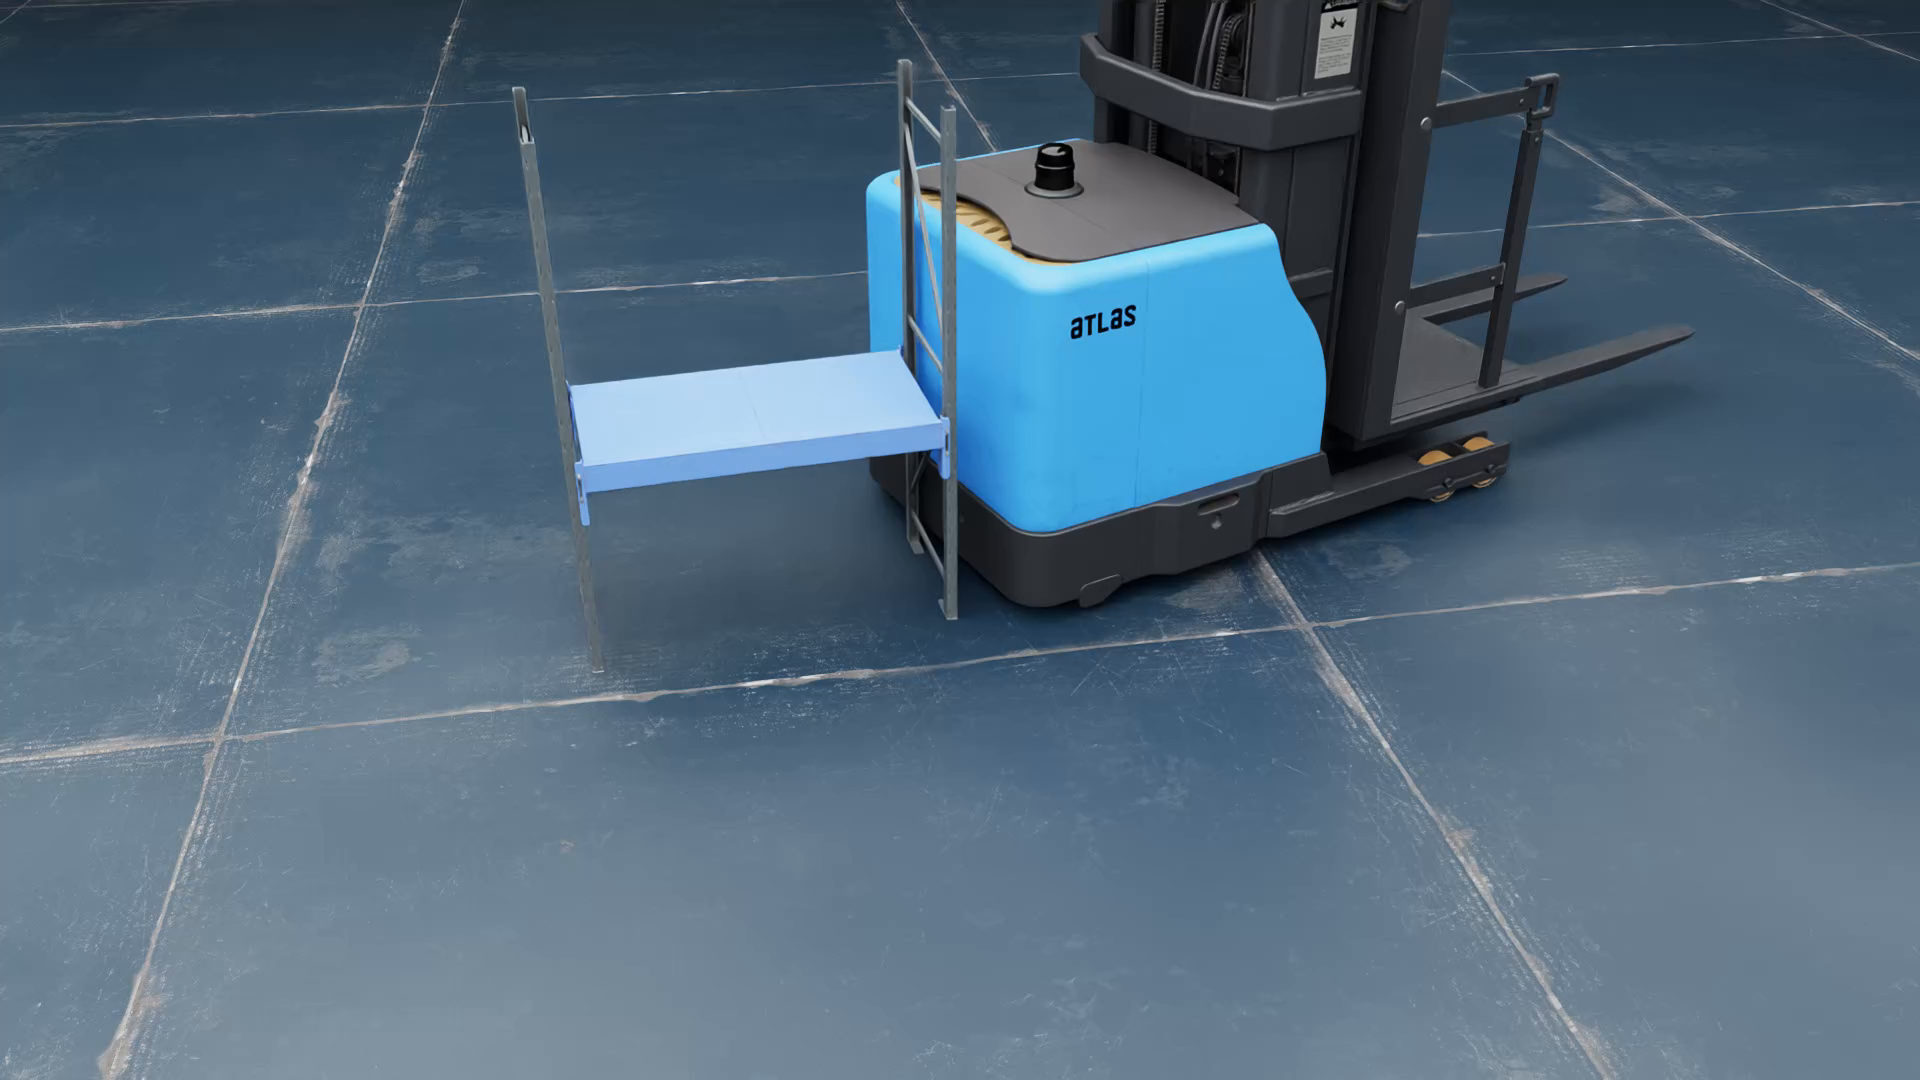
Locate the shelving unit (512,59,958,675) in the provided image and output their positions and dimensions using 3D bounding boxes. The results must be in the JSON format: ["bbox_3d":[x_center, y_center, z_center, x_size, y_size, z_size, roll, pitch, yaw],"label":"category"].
[{"bbox_3d":[-0.578,-0.464,4.559,1.048,1.500,0.538,-8,31,-13],"label":"shelving unit"}]

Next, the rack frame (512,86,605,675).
[{"bbox_3d":[-1.068,-0.395,4.443,0.032,1.500,0.500,-8,31,-13],"label":"rack frame"}]

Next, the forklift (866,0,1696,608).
[{"bbox_3d":[1.236,-1.603,5.085,3.031,2.935,1.130,-16,34,-26],"label":"forklift"}]

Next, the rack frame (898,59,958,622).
[{"bbox_3d":[-0.088,-0.532,4.675,0.032,1.500,0.500,-8,31,-13],"label":"rack frame"}]

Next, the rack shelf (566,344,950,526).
[{"bbox_3d":[-0.578,-0.309,4.650,1.000,0.185,0.538,-8,31,-13],"label":"rack shelf"}]
